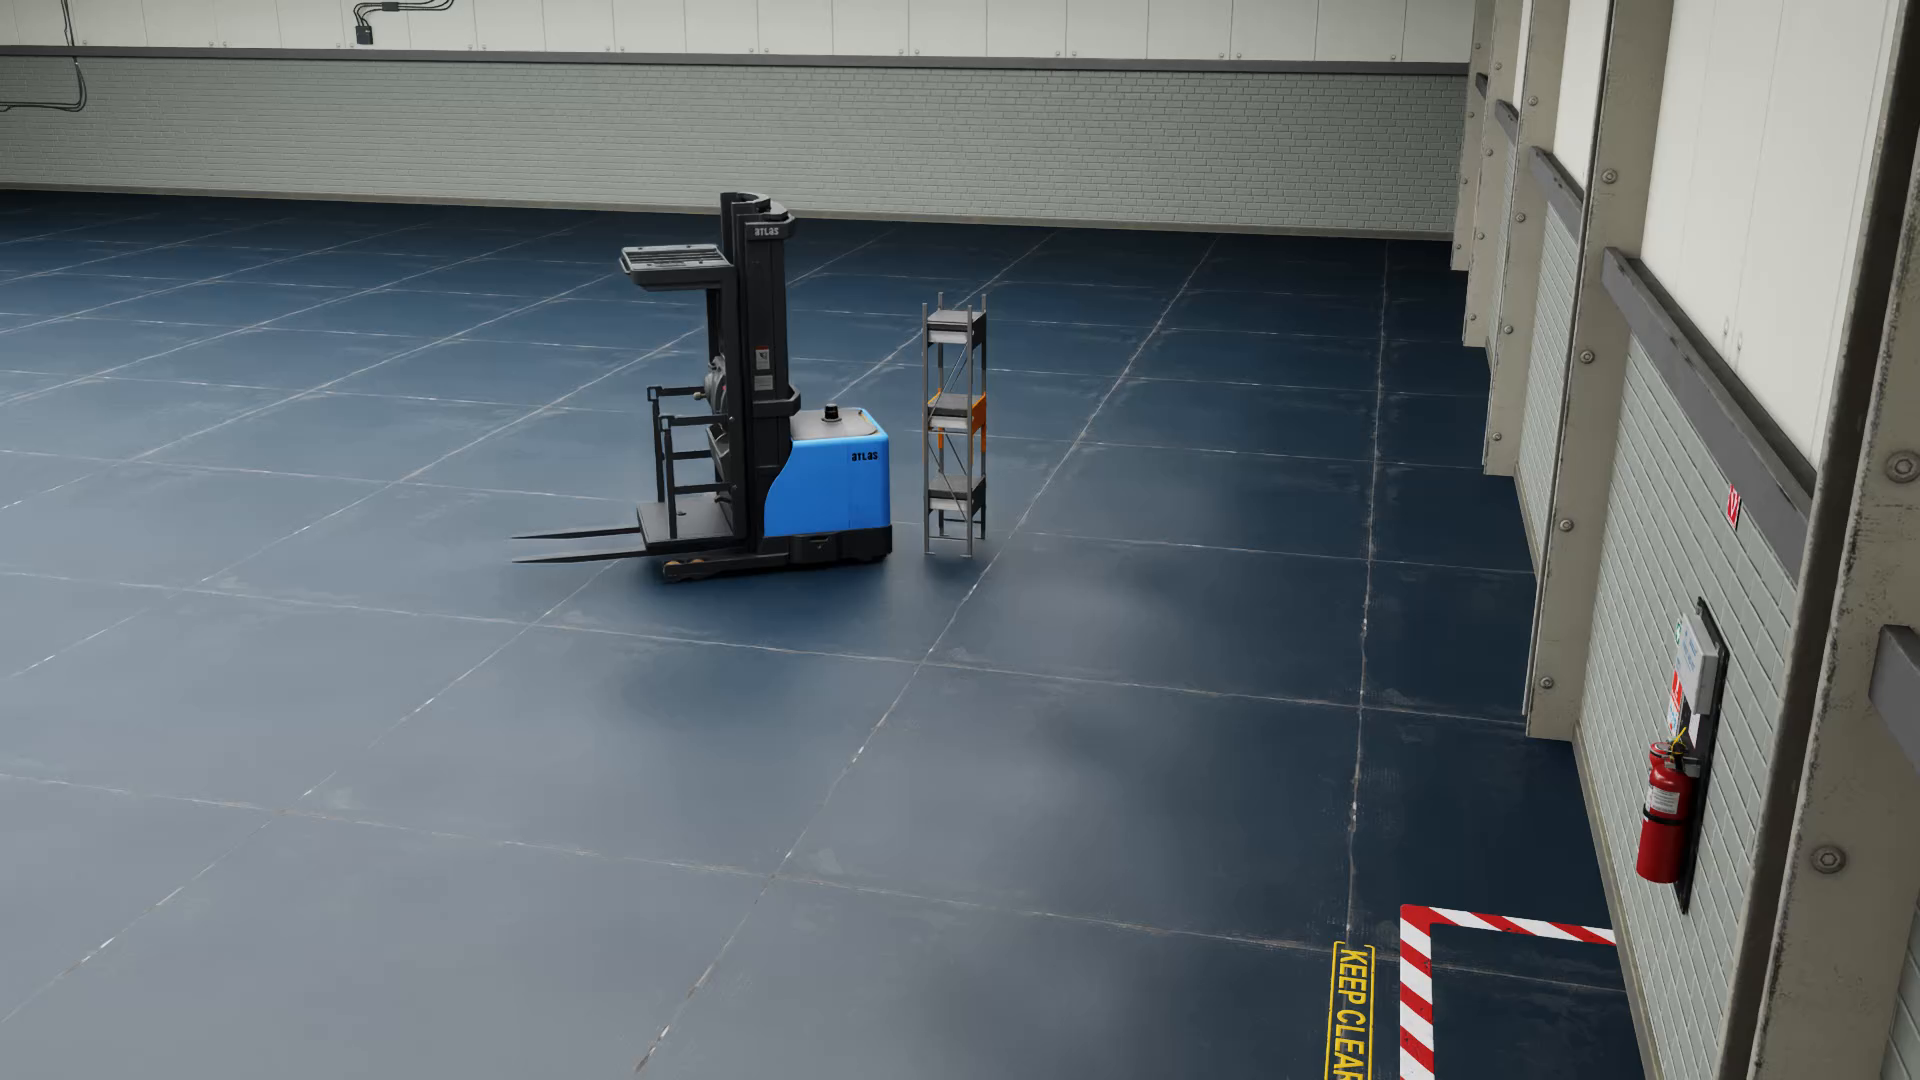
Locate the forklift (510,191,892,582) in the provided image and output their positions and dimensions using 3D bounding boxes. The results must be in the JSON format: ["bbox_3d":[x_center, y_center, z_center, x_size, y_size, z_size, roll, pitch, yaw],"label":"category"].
[{"bbox_3d":[-2.133,-1.239,13.281,3.031,2.935,1.130,-5,19,-14],"label":"forklift"}]

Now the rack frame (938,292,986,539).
[{"bbox_3d":[0.019,-1.018,13.920,0.400,2.100,0.015,5,19,13],"label":"rack frame"}]

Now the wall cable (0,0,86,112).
[{"bbox_3d":[-20.357,-10.541,35.930,3.097,2.526,0.112,5,19,13],"label":"wall cable"}]

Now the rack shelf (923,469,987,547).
[{"bbox_3d":[-0.040,-0.266,13.927,0.431,0.518,0.480,5,19,13],"label":"rack shelf"}]

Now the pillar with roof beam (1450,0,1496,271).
[{"bbox_3d":[4.012,-9.044,26.743,9.100,9.000,0.400,5,19,13],"label":"pillar with roof beam"}]

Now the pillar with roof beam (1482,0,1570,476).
[{"bbox_3d":[1.080,-5.283,15.731,9.100,9.000,0.400,5,19,13],"label":"pillar with roof beam"}]

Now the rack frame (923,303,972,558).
[{"bbox_3d":[-0.100,-0.865,13.472,0.400,2.100,0.015,5,19,13],"label":"rack frame"}]

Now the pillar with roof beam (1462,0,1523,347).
[{"bbox_3d":[2.546,-7.163,21.237,9.100,9.000,0.400,5,19,13],"label":"pillar with roof beam"}]

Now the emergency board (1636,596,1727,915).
[{"bbox_3d":[2.963,0.886,6.953,0.194,1.169,0.643,5,19,13],"label":"emergency board"}]

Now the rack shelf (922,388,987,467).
[{"bbox_3d":[-0.040,-0.929,13.701,0.431,0.518,0.480,5,19,13],"label":"rack shelf"}]

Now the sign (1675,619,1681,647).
[{"bbox_3d":[3.188,0.454,7.343,0.001,0.109,0.331,5,19,13],"label":"sign"}]

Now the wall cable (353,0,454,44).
[{"bbox_3d":[-11.155,-12.865,32.669,2.305,6.003,0.169,5,19,13],"label":"wall cable"}]

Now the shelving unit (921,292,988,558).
[{"bbox_3d":[-0.040,-0.942,13.696,0.431,2.100,0.503,5,19,13],"label":"shelving unit"}]

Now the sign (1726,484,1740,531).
[{"bbox_3d":[3.062,-0.206,6.562,0.001,0.298,0.199,5,19,13],"label":"sign"}]

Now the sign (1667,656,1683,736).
[{"bbox_3d":[3.198,0.704,7.431,0.001,0.329,0.234,5,19,13],"label":"sign"}]

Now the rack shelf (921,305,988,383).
[{"bbox_3d":[-0.040,-1.591,13.474,0.431,0.518,0.480,5,19,13],"label":"rack shelf"}]

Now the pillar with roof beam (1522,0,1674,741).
[{"bbox_3d":[-0.386,-3.402,10.225,9.100,9.000,0.400,5,19,13],"label":"pillar with roof beam"}]
